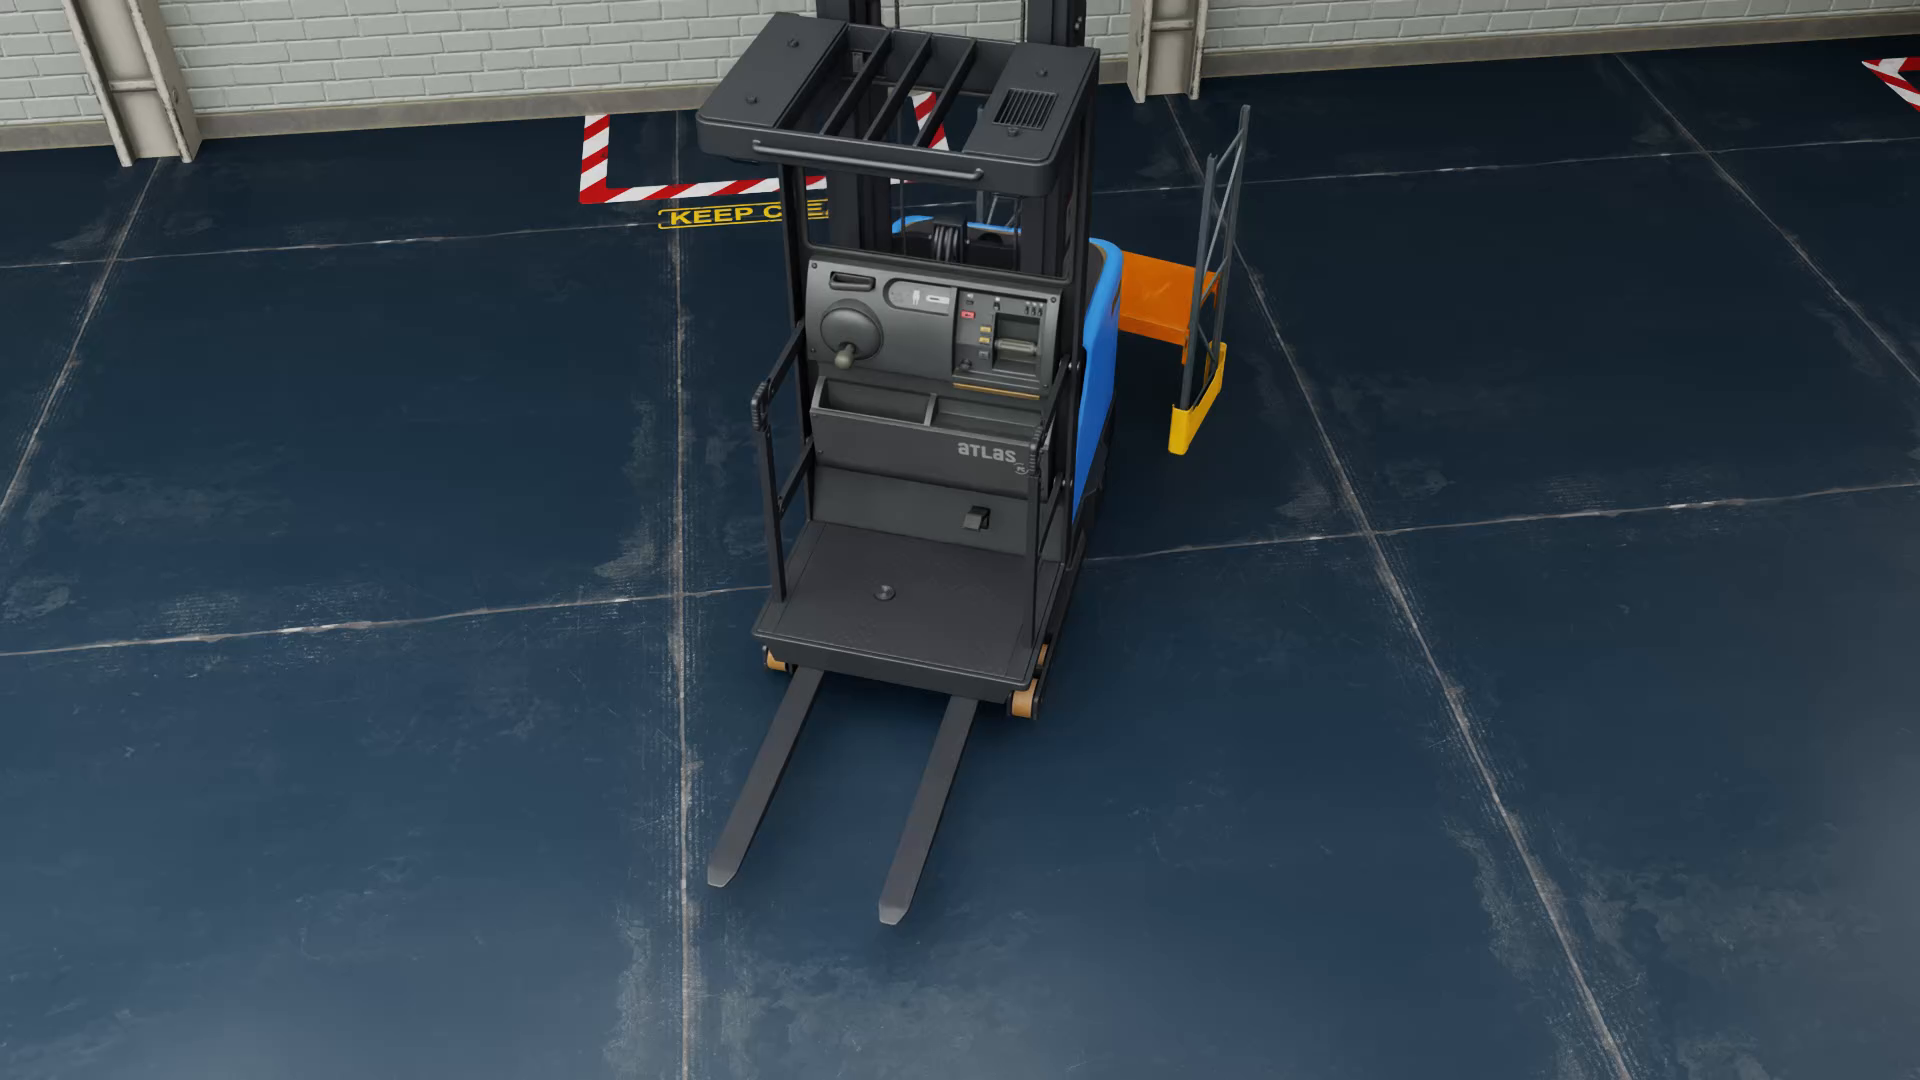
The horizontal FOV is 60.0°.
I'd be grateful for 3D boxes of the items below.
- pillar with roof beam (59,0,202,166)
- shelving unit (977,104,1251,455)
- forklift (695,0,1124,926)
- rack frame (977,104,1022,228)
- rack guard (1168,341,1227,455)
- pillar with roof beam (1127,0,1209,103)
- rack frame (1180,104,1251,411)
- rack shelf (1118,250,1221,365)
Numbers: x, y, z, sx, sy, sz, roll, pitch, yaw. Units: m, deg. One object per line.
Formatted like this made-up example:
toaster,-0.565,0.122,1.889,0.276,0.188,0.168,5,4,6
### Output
pillar with roof beam,-4.132,-2.770,3.603,0.400,9.000,9.100,-5,42,-6
shelving unit,0.663,-1.274,7.543,1.083,1.500,0.587,17,45,18
forklift,-0.155,-0.685,5.821,1.130,2.935,3.031,10,43,11
rack frame,0.191,-1.418,7.702,0.032,1.500,0.500,17,45,18
rack guard,1.116,-0.673,7.809,0.087,0.250,0.587,17,45,18
pillar with roof beam,1.817,-3.292,4.181,0.400,9.000,9.100,-5,42,-6
rack frame,1.117,-1.136,7.390,0.032,1.500,0.500,17,45,18
rack shelf,0.654,-1.143,7.666,1.000,0.185,0.538,17,45,18
